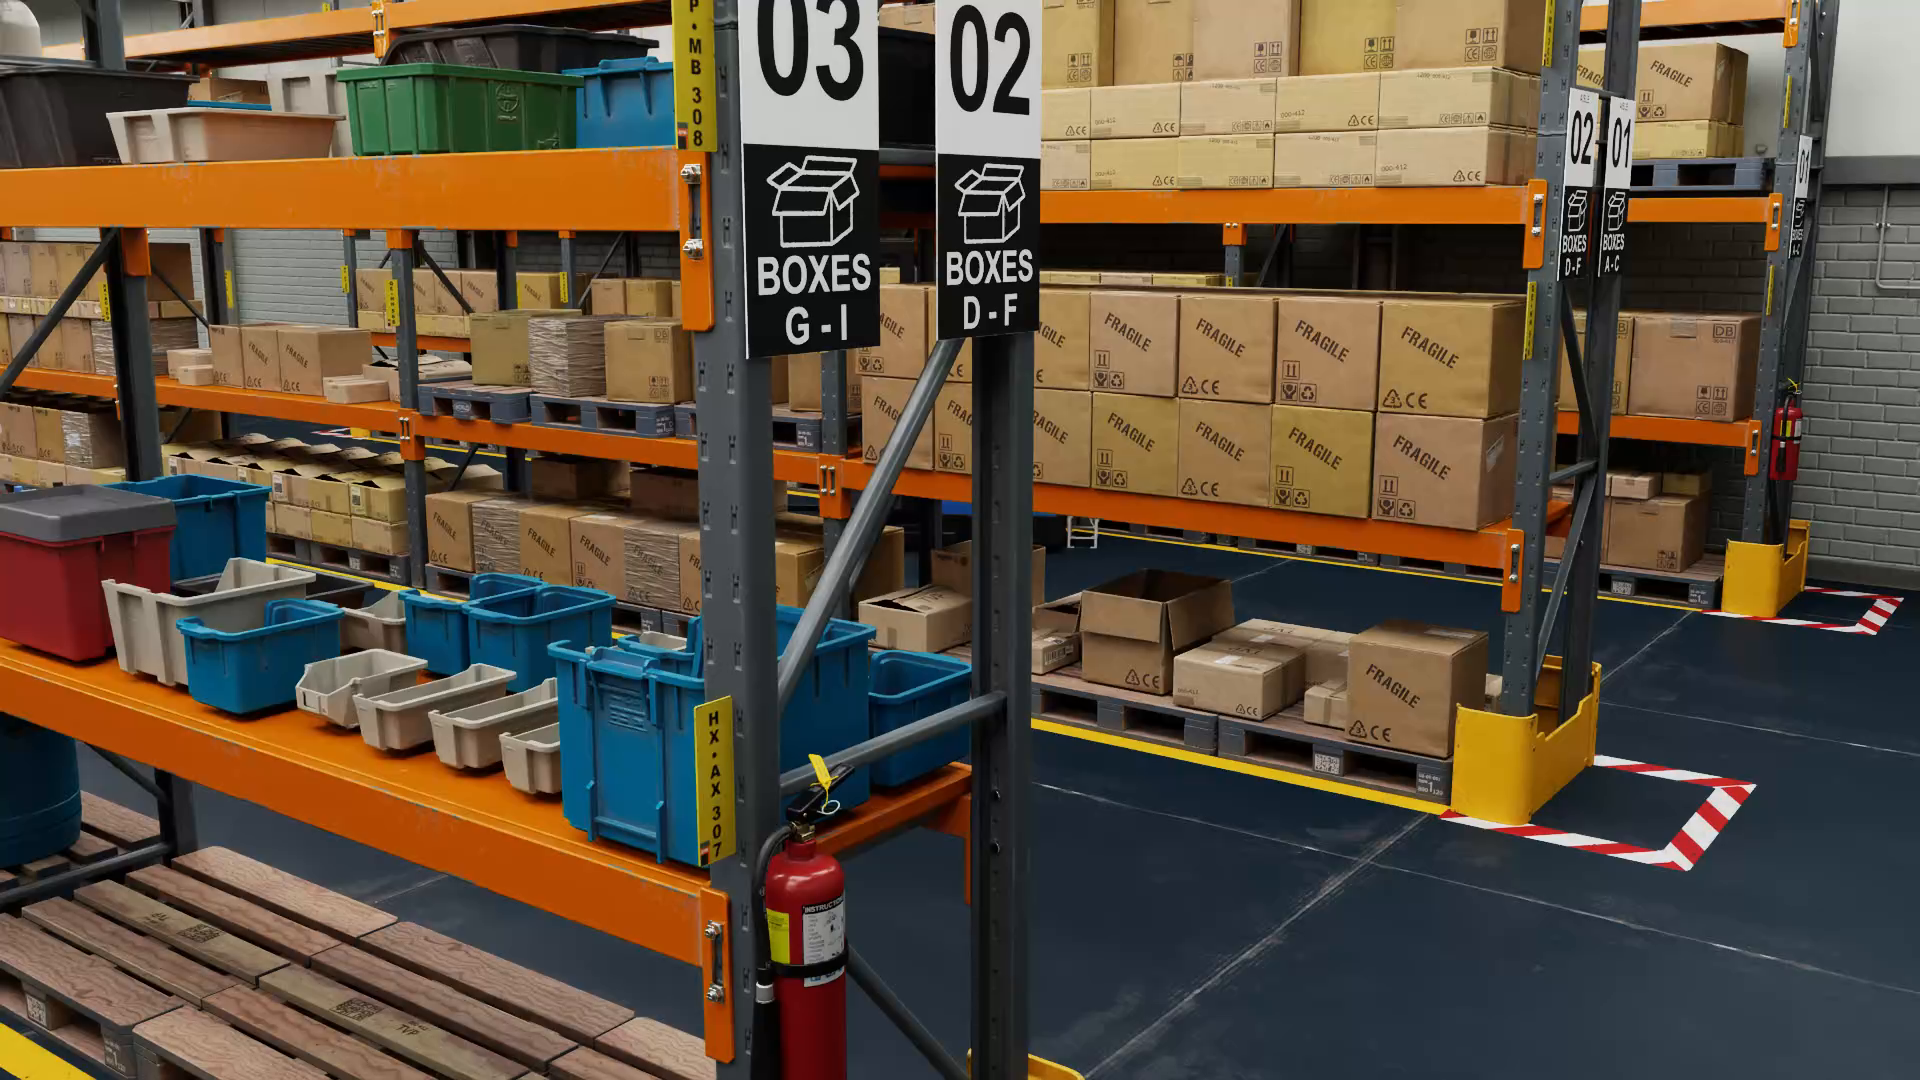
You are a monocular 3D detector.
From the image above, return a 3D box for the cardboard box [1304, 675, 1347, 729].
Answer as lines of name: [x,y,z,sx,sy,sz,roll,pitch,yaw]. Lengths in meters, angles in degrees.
cardboard box: [1.911,0.802,8.290,0.250,0.166,0.380,8,13,36]

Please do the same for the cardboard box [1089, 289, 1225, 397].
cardboard box: [1.005,-1.011,8.461,0.500,0.500,0.500,8,14,37]

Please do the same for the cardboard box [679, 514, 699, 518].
cardboard box: [-1.536,0.064,11.227,0.500,0.500,0.500,8,14,36]

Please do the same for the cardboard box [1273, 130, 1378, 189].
cardboard box: [1.802,-1.765,7.754,0.500,0.250,0.500,8,13,36]

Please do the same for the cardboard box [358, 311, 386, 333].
cardboard box: [-6.993,-2.681,20.333,0.500,0.250,0.500,7,13,34]

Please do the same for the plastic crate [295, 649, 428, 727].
plastic crate: [-1.645,0.410,4.547,0.250,0.136,0.298,8,13,36]

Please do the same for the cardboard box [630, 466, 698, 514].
cardboard box: [-1.912,-0.358,11.430,0.500,0.250,0.500,8,13,34]

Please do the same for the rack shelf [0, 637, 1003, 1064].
rack shelf: [-1.779,0.595,4.948,4.000,0.370,1.077,8,13,36]

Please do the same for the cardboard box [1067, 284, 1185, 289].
cardboard box: [0.926,-1.149,9.178,0.500,0.500,0.500,8,14,36]

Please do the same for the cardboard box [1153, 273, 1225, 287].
cardboard box: [1.946,-2.086,13.840,0.500,0.250,0.500,8,14,37]

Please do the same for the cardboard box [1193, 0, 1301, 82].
cardboard box: [1.525,-2.468,8.095,0.500,0.500,0.700,8,13,36]

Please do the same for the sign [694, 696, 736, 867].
sign: [-0.479,0.473,3.258,0.005,0.325,0.100,8,13,36]

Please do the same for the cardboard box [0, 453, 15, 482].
cardboard box: [-9.019,-0.740,16.089,0.500,0.250,0.500,8,13,36]

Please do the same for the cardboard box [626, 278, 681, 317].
cardboard box: [-3.138,-2.537,17.827,0.500,0.500,0.700,10,15,41]

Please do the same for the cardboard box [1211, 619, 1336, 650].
cardboard box: [1.692,0.626,8.976,0.500,0.250,0.500,8,13,36]

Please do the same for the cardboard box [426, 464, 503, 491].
cardboard box: [-3.928,-0.426,12.989,0.500,0.311,0.500,9,14,37]

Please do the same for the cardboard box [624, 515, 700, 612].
cardboard box: [-1.820,0.146,10.801,0.500,0.500,0.500,8,14,36]

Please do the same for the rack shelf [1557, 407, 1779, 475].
rack shelf: [4.086,-0.921,12.788,4.000,0.370,1.077,8,13,36]

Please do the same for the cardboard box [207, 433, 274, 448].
cardboard box: [-6.408,-0.770,14.768,0.500,0.311,0.500,8,13,36]

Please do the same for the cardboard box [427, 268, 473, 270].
cardboard box: [-6.293,-3.074,20.391,0.500,0.500,0.500,8,14,36]

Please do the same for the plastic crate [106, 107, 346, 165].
plastic crate: [-1.979,-1.070,4.462,0.530,0.136,0.437,8,13,36]

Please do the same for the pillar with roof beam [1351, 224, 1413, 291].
pillar with roof beam: [1.002,-3.839,10.183,0.400,9.000,9.100,8,13,36]

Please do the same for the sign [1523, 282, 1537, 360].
sign: [2.424,-0.932,7.068,0.005,0.325,0.100,8,13,36]

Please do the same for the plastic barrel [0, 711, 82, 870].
plastic barrel: [-3.819,0.778,6.531,0.708,0.901,0.600,8,13,36]

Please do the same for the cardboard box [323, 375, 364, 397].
cardboard box: [-4.741,-1.202,13.005,0.250,0.149,0.380,9,14,40]

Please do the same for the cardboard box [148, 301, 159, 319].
cardboard box: [-7.250,-2.005,14.526,0.250,0.149,0.380,8,13,35]

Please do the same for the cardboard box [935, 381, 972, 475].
cardboard box: [0.208,-0.633,9.144,0.500,0.500,0.500,8,14,37]

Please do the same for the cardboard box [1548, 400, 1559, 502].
cardboard box: [2.567,-0.430,8.092,0.500,0.500,0.500,8,14,37]

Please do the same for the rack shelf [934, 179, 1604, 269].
rack shelf: [1.156,-1.635,8.581,4.000,0.370,1.077,8,13,36]

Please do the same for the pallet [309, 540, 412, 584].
pallet: [-4.320,0.080,13.059,1.213,0.211,1.003,8,13,36]

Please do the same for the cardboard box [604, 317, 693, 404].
cardboard box: [-1.916,-1.185,10.888,0.500,0.500,0.700,4,12,21]

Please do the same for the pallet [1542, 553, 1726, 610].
pallet: [5.007,0.242,12.225,1.213,0.211,1.003,8,13,36]

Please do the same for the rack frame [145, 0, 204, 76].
rack frame: [-6.904,-4.585,14.039,0.127,3.000,1.000,8,13,36]

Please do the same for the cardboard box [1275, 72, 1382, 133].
cardboard box: [1.800,-2.010,7.704,0.500,0.250,0.500,8,13,36]

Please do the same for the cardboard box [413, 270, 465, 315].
cardboard box: [-6.186,-2.937,19.681,0.500,0.500,0.500,7,13,34]

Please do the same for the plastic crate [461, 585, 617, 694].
plastic crate: [-1.232,0.294,4.897,0.300,0.233,0.416,8,13,36]

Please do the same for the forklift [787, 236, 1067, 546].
forklift: [-0.626,-1.450,13.810,3.031,2.935,1.130,1,11,5]

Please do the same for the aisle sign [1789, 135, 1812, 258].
aisle sign: [5.578,-2.272,11.031,0.004,0.787,0.394,8,13,36]

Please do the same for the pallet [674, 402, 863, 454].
pallet: [-1.035,-0.753,10.529,1.213,0.211,1.003,8,13,36]

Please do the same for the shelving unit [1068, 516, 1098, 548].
shelving unit: [1.029,-0.570,13.815,0.258,1.200,0.503,1,11,5]

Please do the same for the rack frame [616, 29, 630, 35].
rack frame: [-3.974,-5.344,17.961,0.127,3.000,1.000,8,13,36]

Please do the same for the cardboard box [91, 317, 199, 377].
cardboard box: [-7.265,-1.738,14.852,0.500,0.500,0.700,8,13,34]

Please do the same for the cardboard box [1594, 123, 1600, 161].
cardboard box: [4.530,-2.804,11.755,0.500,0.250,0.500,7,13,33]

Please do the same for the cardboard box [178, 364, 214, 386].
cardboard box: [-6.310,-1.386,13.956,0.250,0.149,0.380,8,13,36]

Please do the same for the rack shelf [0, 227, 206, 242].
rack shelf: [-8.516,-2.984,15.555,4.000,0.370,1.077,8,13,36]

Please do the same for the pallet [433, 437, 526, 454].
pallet: [-5.524,-1.237,19.867,1.213,0.211,1.003,8,13,36]

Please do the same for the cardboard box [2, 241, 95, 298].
cardboard box: [-8.479,-2.544,15.604,0.500,0.500,0.700,8,14,36]

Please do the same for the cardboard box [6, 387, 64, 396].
cardboard box: [-9.519,-1.299,17.007,0.500,0.500,0.500,8,13,36]

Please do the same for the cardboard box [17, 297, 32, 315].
cardboard box: [-8.488,-2.178,15.417,0.250,0.149,0.380,8,14,37]

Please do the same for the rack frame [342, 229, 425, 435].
rack frame: [-7.199,-2.848,20.856,0.127,3.000,1.000,8,13,36]

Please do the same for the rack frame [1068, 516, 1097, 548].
rack frame: [1.006,-0.523,13.577,0.240,1.200,0.015,1,11,5]

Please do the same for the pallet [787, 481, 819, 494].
pallet: [-1.379,-0.668,16.927,1.213,0.211,1.003,8,13,36]

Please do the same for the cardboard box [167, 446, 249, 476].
cardboard box: [-6.318,-0.630,14.045,0.500,0.311,0.500,8,13,35]

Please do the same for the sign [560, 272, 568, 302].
sign: [-4.289,-2.740,18.015,0.005,0.325,0.100,8,13,36]

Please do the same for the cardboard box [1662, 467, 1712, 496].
cardboard box: [5.293,-0.427,12.107,0.250,0.149,0.380,8,14,36]

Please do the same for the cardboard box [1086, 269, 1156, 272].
cardboard box: [1.424,-2.277,14.831,0.500,0.250,0.500,7,13,34]

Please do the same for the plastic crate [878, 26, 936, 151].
plastic crate: [-0.312,-1.027,3.890,0.590,0.269,0.497,8,13,36]
